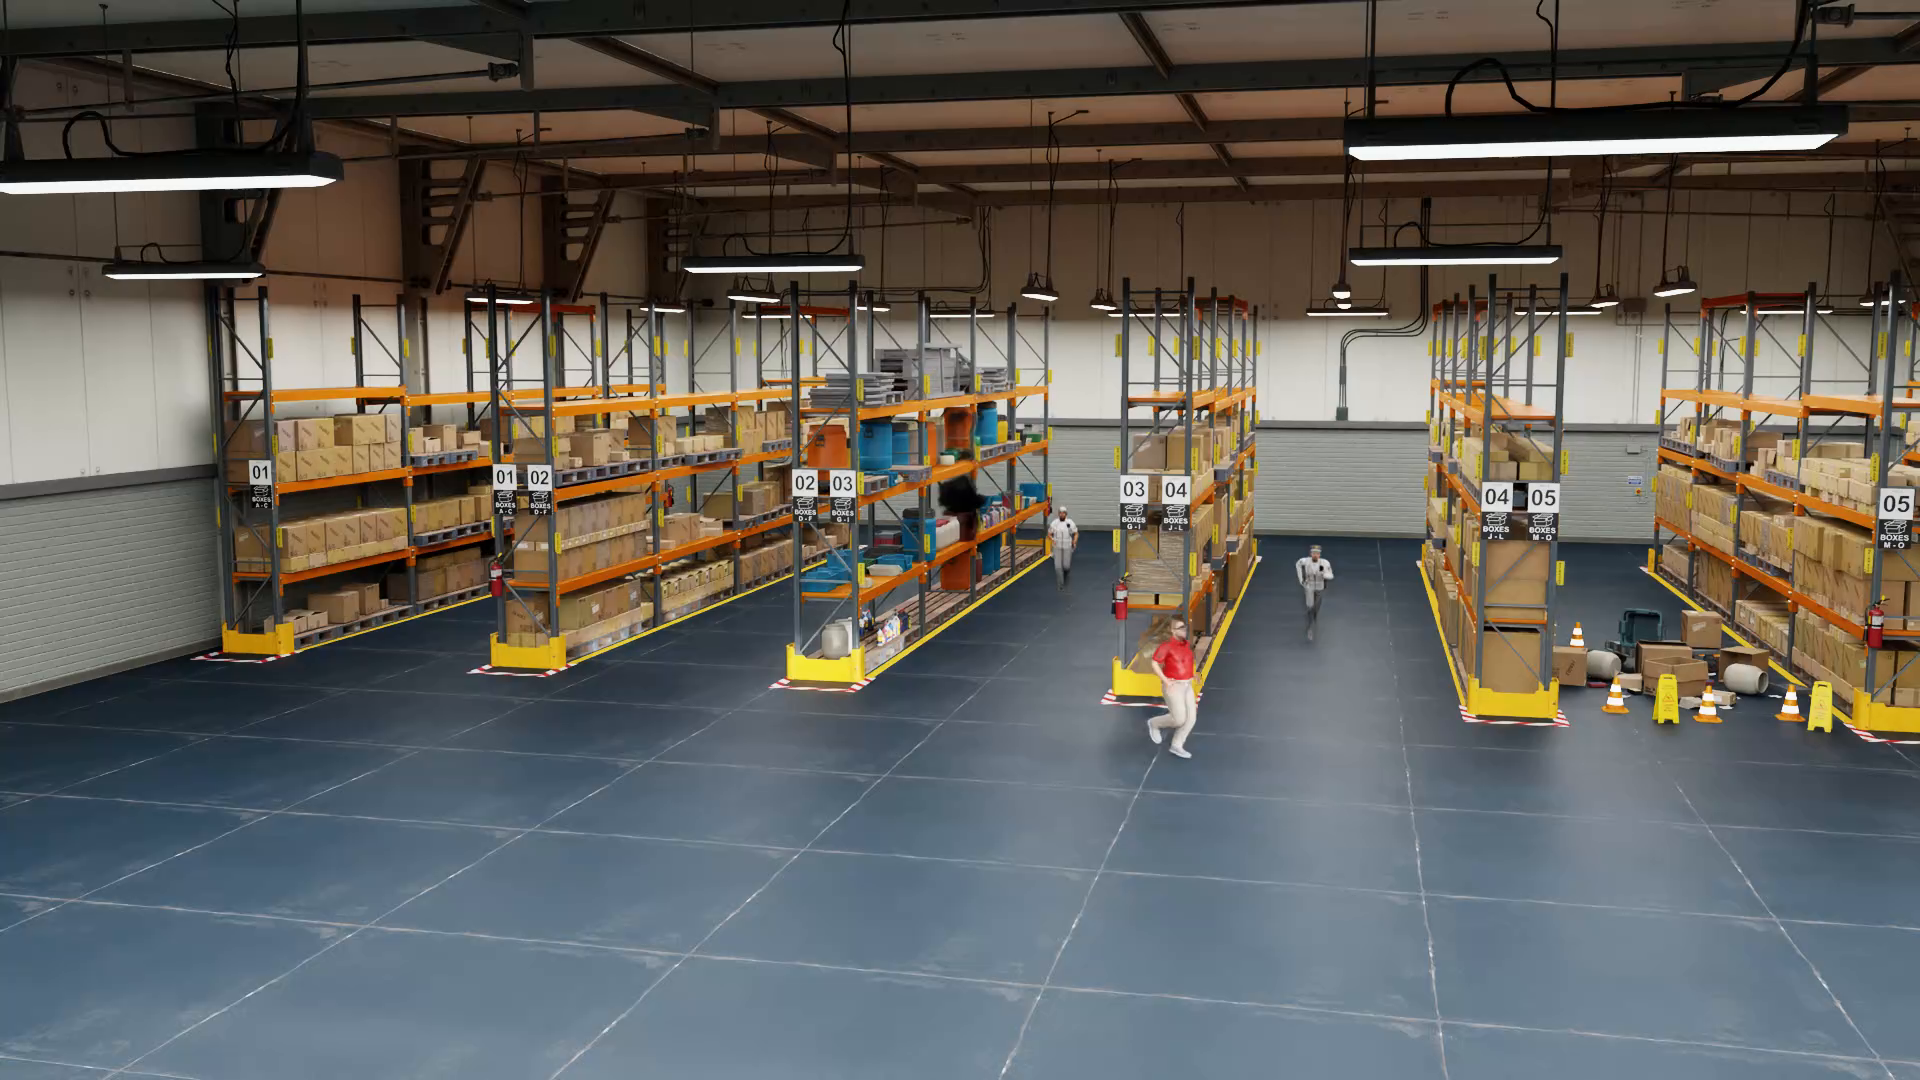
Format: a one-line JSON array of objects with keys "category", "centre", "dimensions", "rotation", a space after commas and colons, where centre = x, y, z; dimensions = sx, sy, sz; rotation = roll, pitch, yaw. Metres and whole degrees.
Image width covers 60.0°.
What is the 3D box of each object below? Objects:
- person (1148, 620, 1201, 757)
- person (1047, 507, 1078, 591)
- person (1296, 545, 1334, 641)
[{"category": "person", "centre": [2.661, 1.823, 20.577], "dimensions": [0.669, 1.689, 0.611], "rotation": [-6, 9, -41]}, {"category": "person", "centre": [2.015, 0.167, 32.649], "dimensions": [0.609, 1.639, 0.507], "rotation": [1, 7, 6]}, {"category": "person", "centre": [6.107, 0.884, 28.797], "dimensions": [0.558, 1.672, 0.896], "rotation": [1, 7, 4]}]
